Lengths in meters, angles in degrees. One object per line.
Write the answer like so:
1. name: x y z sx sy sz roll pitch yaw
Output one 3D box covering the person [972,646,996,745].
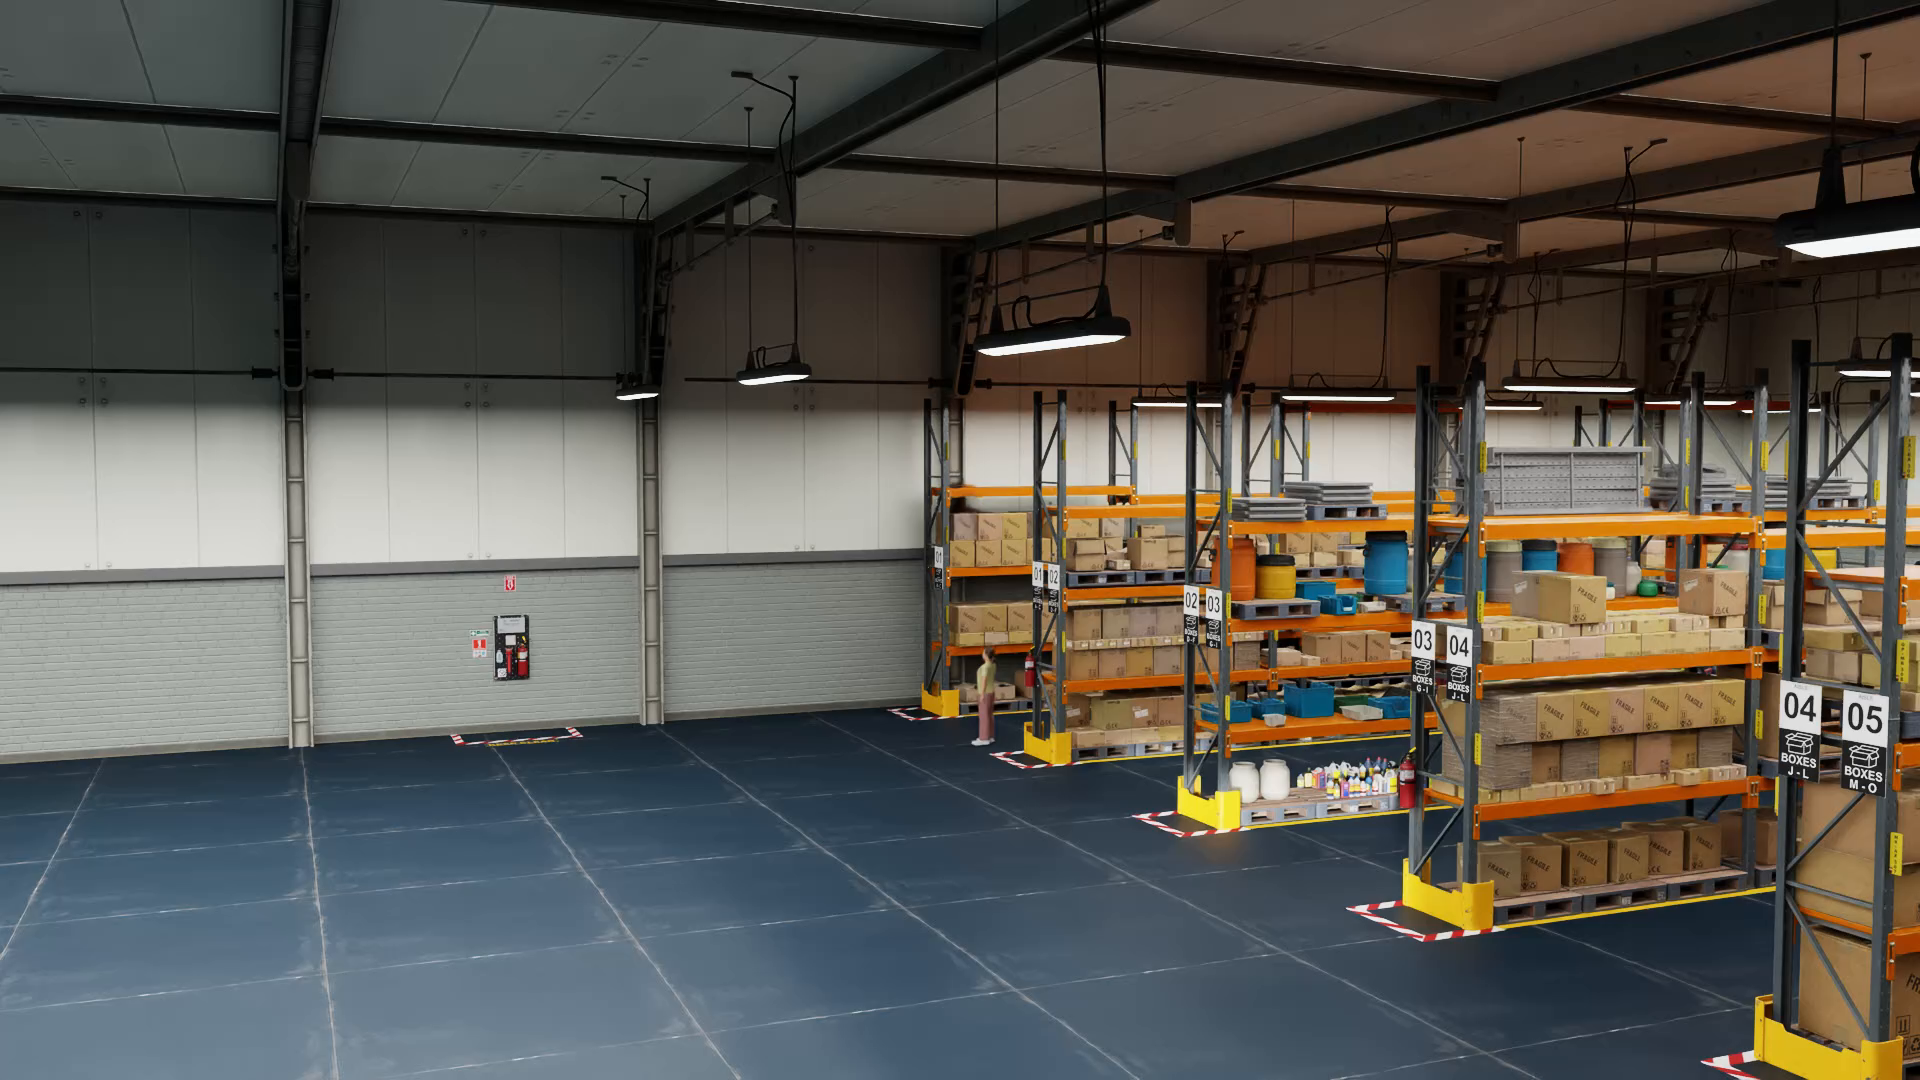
1. person: 0.448 2.650 28.443 0.399 1.673 0.492 1 4 20
